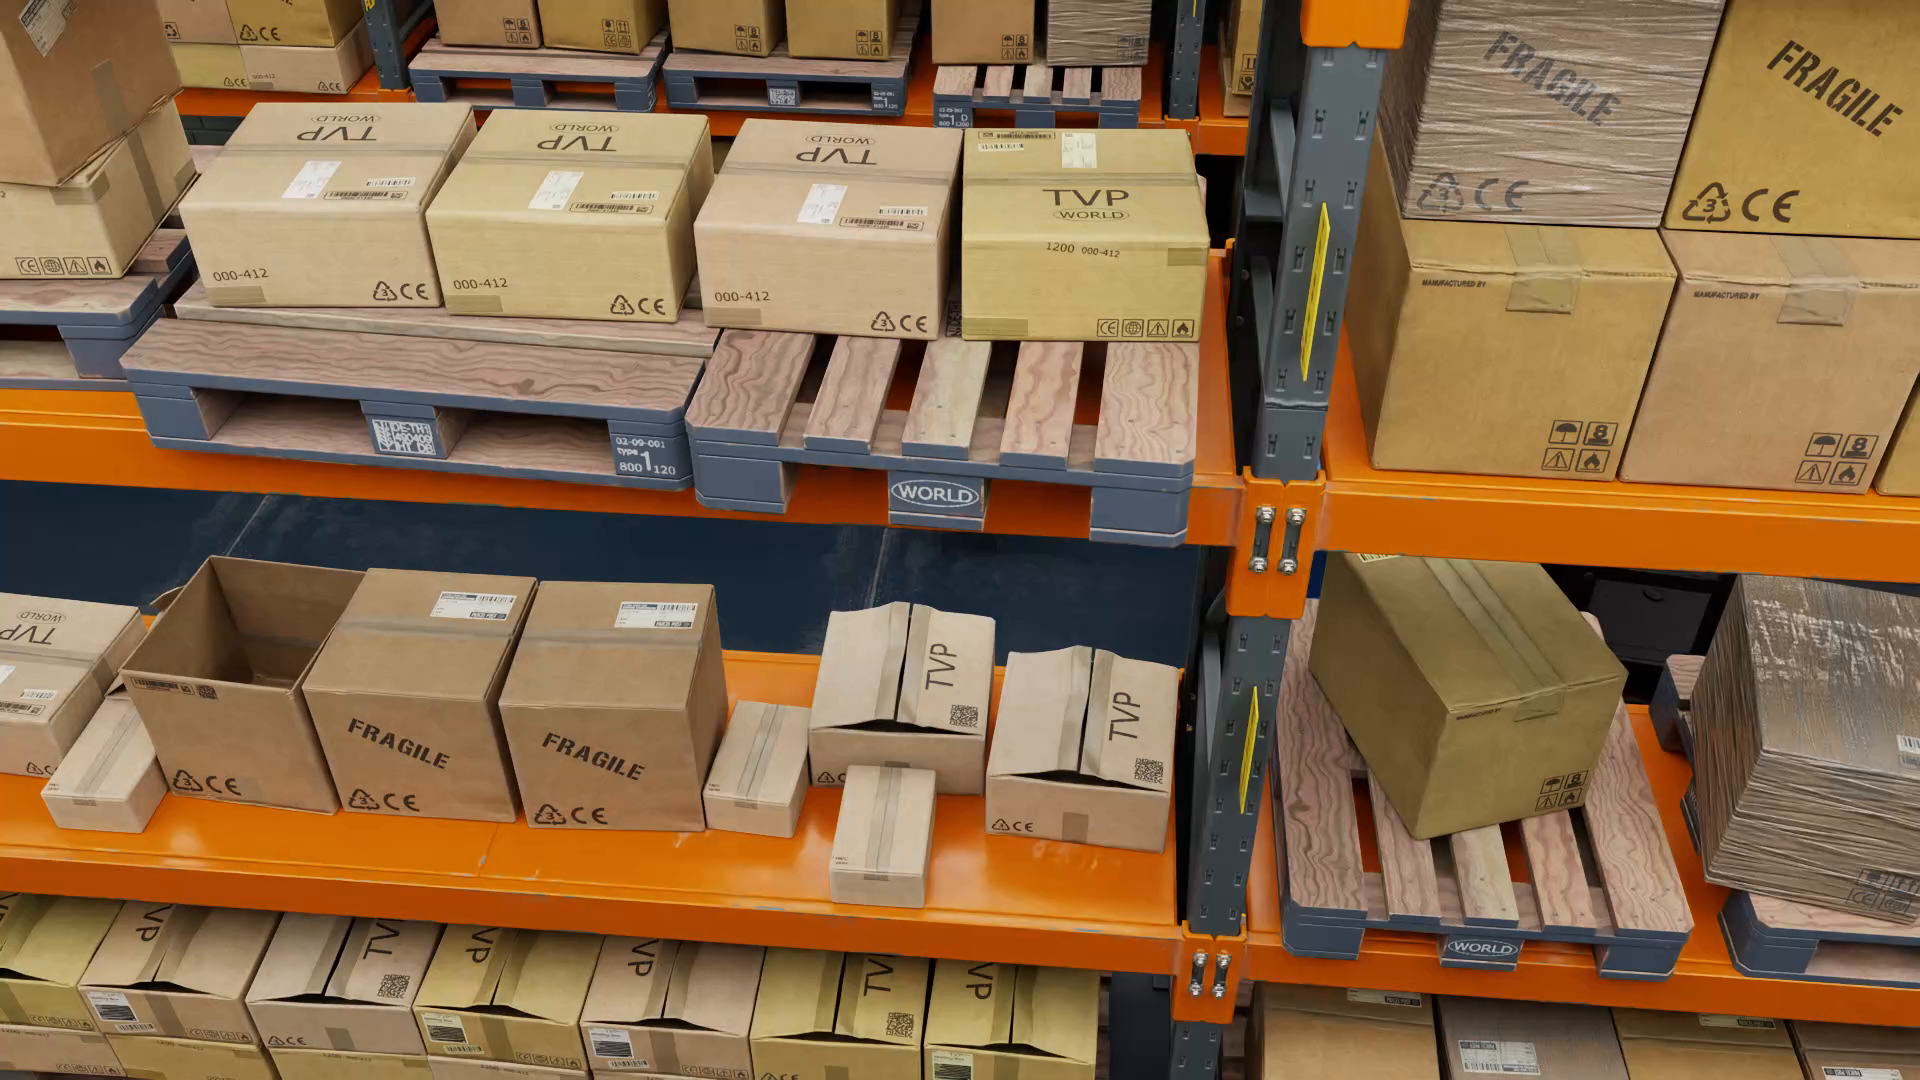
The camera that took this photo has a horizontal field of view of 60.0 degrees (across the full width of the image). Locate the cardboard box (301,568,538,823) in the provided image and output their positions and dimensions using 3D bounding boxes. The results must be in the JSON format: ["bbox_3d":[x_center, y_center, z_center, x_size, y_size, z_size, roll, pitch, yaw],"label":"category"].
[{"bbox_3d":[-1.484,0.440,4.754,0.500,0.500,0.500,3,39,4],"label":"cardboard box"}]

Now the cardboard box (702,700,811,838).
[{"bbox_3d":[-0.562,0.652,4.771,0.250,0.149,0.380,6,40,7],"label":"cardboard box"}]

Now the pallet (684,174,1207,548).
[{"bbox_3d":[0.030,-0.482,3.739,1.003,0.211,1.213,5,39,6],"label":"pallet"}]

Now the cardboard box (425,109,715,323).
[{"bbox_3d":[-0.836,-0.724,3.673,0.500,0.250,0.500,2,39,3],"label":"cardboard box"}]

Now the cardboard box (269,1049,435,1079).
[{"bbox_3d":[-1.866,1.508,5.367,0.500,0.250,0.500,2,39,2],"label":"cardboard box"}]

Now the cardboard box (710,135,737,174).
[{"bbox_3d":[-1.156,-2.159,9.064,0.500,0.250,0.500,2,39,3],"label":"cardboard box"}]

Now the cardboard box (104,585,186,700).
[{"bbox_3d":[-2.380,0.356,5.043,0.258,0.266,0.396,2,39,3],"label":"cardboard box"}]

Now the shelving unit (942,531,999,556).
[{"bbox_3d":[0.053,-0.404,7.415,0.252,1.050,0.215,3,39,4],"label":"shelving unit"}]

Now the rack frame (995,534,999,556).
[{"bbox_3d":[0.175,-0.398,7.407,0.008,1.050,0.200,3,39,4],"label":"rack frame"}]

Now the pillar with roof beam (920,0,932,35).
[{"bbox_3d":[-0.455,-2.761,4.013,0.400,9.000,9.100,3,39,4],"label":"pillar with roof beam"}]

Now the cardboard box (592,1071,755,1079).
[{"bbox_3d":[-0.846,1.562,5.300,0.500,0.250,0.500,4,39,5],"label":"cardboard box"}]

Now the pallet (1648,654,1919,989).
[{"bbox_3d":[2.651,0.766,4.584,1.213,0.211,1.003,3,39,4],"label":"pallet"}]

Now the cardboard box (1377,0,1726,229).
[{"bbox_3d":[1.147,-0.973,3.322,0.500,0.500,0.500,3,39,4],"label":"cardboard box"}]

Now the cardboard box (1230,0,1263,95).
[{"bbox_3d":[1.599,-2.501,8.116,0.500,0.500,0.500,4,39,5],"label":"cardboard box"}]

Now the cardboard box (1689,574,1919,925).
[{"bbox_3d":[2.245,0.521,4.322,0.500,0.500,0.700,10,40,12],"label":"cardboard box"}]

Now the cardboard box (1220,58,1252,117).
[{"bbox_3d":[1.445,-2.273,8.350,0.250,0.149,0.380,3,39,3],"label":"cardboard box"}]

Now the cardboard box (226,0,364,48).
[{"bbox_3d":[-3.346,-2.816,8.343,0.500,0.500,0.500,3,39,4],"label":"cardboard box"}]

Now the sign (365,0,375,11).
[{"bbox_3d":[-2.887,-2.739,8.053,0.005,0.325,0.100,3,39,4],"label":"sign"}]

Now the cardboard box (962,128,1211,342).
[{"bbox_3d":[0.256,-0.668,3.605,0.500,0.250,0.500,0,39,1],"label":"cardboard box"}]

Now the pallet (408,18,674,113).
[{"bbox_3d":[-2.099,-2.537,8.643,1.213,0.211,1.003,3,39,4],"label":"pallet"}]

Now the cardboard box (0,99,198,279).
[{"bbox_3d":[-2.111,-0.829,3.802,0.500,0.250,0.500,0,39,-1],"label":"cardboard box"}]

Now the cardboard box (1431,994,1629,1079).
[{"bbox_3d":[1.664,1.617,5.018,0.500,0.500,0.500,2,39,2],"label":"cardboard box"}]

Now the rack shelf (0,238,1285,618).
[{"bbox_3d":[-1.279,-0.404,4.064,4.000,0.370,1.077,3,39,4],"label":"rack shelf"}]

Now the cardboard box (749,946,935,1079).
[{"bbox_3d":[-0.348,1.377,5.083,0.500,0.311,0.500,3,39,3],"label":"cardboard box"}]

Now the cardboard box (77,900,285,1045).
[{"bbox_3d":[-2.383,1.267,5.219,0.500,0.311,0.500,3,39,3],"label":"cardboard box"}]

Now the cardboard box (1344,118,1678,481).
[{"bbox_3d":[1.151,-0.610,3.669,0.500,0.500,0.910,3,39,4],"label":"cardboard box"}]

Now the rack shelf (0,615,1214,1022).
[{"bbox_3d":[-1.279,0.759,5.011,4.000,0.370,1.077,3,39,4],"label":"rack shelf"}]

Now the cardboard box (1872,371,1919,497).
[{"bbox_3d":[2.177,-0.554,3.600,0.500,0.500,0.910,3,39,4],"label":"cardboard box"}]

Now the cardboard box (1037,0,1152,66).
[{"bbox_3d":[0.668,-2.755,8.331,0.500,0.500,0.700,-1,39,-1],"label":"cardboard box"}]

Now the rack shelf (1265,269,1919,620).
[{"bbox_3d":[2.706,-0.186,3.797,4.000,0.370,1.077,3,39,4],"label":"rack shelf"}]

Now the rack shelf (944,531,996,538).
[{"bbox_3d":[0.053,-0.180,7.597,0.240,0.259,0.215,3,39,4],"label":"rack shelf"}]

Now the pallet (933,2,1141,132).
[{"bbox_3d":[0.418,-2.424,8.504,1.003,0.211,1.213,3,39,4],"label":"pallet"}]

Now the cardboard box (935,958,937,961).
[{"bbox_3d":[-0.284,1.253,5.681,0.500,0.250,0.500,2,39,3],"label":"cardboard box"}]

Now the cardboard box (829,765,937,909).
[{"bbox_3d":[-0.207,0.811,4.576,0.250,0.149,0.380,3,39,4],"label":"cardboard box"}]

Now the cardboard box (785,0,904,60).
[{"bbox_3d":[-0.575,-2.809,8.397,0.500,0.500,0.700,3,39,4],"label":"cardboard box"}]

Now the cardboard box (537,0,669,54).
[{"bbox_3d":[-1.788,-2.870,8.472,0.500,0.500,0.700,7,40,8],"label":"cardboard box"}]

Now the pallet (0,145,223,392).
[{"bbox_3d":[-2.392,-0.678,3.982,1.217,0.209,0.805,2,39,2],"label":"pallet"}]

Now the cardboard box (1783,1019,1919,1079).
[{"bbox_3d":[2.684,1.673,4.950,0.500,0.500,0.500,2,39,2],"label":"cardboard box"}]

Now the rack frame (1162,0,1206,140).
[{"bbox_3d":[1.137,-2.527,8.478,0.127,3.000,1.000,3,39,4],"label":"rack frame"}]

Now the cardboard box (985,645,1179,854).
[{"bbox_3d":[0.355,0.576,4.736,0.500,0.311,0.500,5,39,7],"label":"cardboard box"}]

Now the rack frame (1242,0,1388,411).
[{"bbox_3d":[0.713,-1.738,2.756,0.127,3.000,1.000,3,39,4],"label":"rack frame"}]

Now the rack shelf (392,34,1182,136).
[{"bbox_3d":[-0.856,-2.357,8.839,4.000,0.370,1.077,3,39,4],"label":"rack shelf"}]

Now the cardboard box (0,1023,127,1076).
[{"bbox_3d":[-2.891,1.453,5.435,0.500,0.250,0.500,2,39,3],"label":"cardboard box"}]

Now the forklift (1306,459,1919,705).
[{"bbox_3d":[2.762,-0.714,6.305,3.031,2.935,1.130,8,40,10],"label":"forklift"}]

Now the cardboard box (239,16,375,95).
[{"bbox_3d":[-3.346,-2.529,8.584,0.500,0.250,0.500,3,39,4],"label":"cardboard box"}]

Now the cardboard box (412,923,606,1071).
[{"bbox_3d":[-1.350,1.319,5.154,0.500,0.311,0.500,4,39,5],"label":"cardboard box"}]

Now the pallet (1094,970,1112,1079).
[{"bbox_3d":[-0.103,1.601,5.616,1.213,0.211,1.003,3,39,4],"label":"pallet"}]

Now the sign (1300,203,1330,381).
[{"bbox_3d":[0.657,-0.457,3.087,0.005,0.325,0.100,3,39,4],"label":"sign"}]
